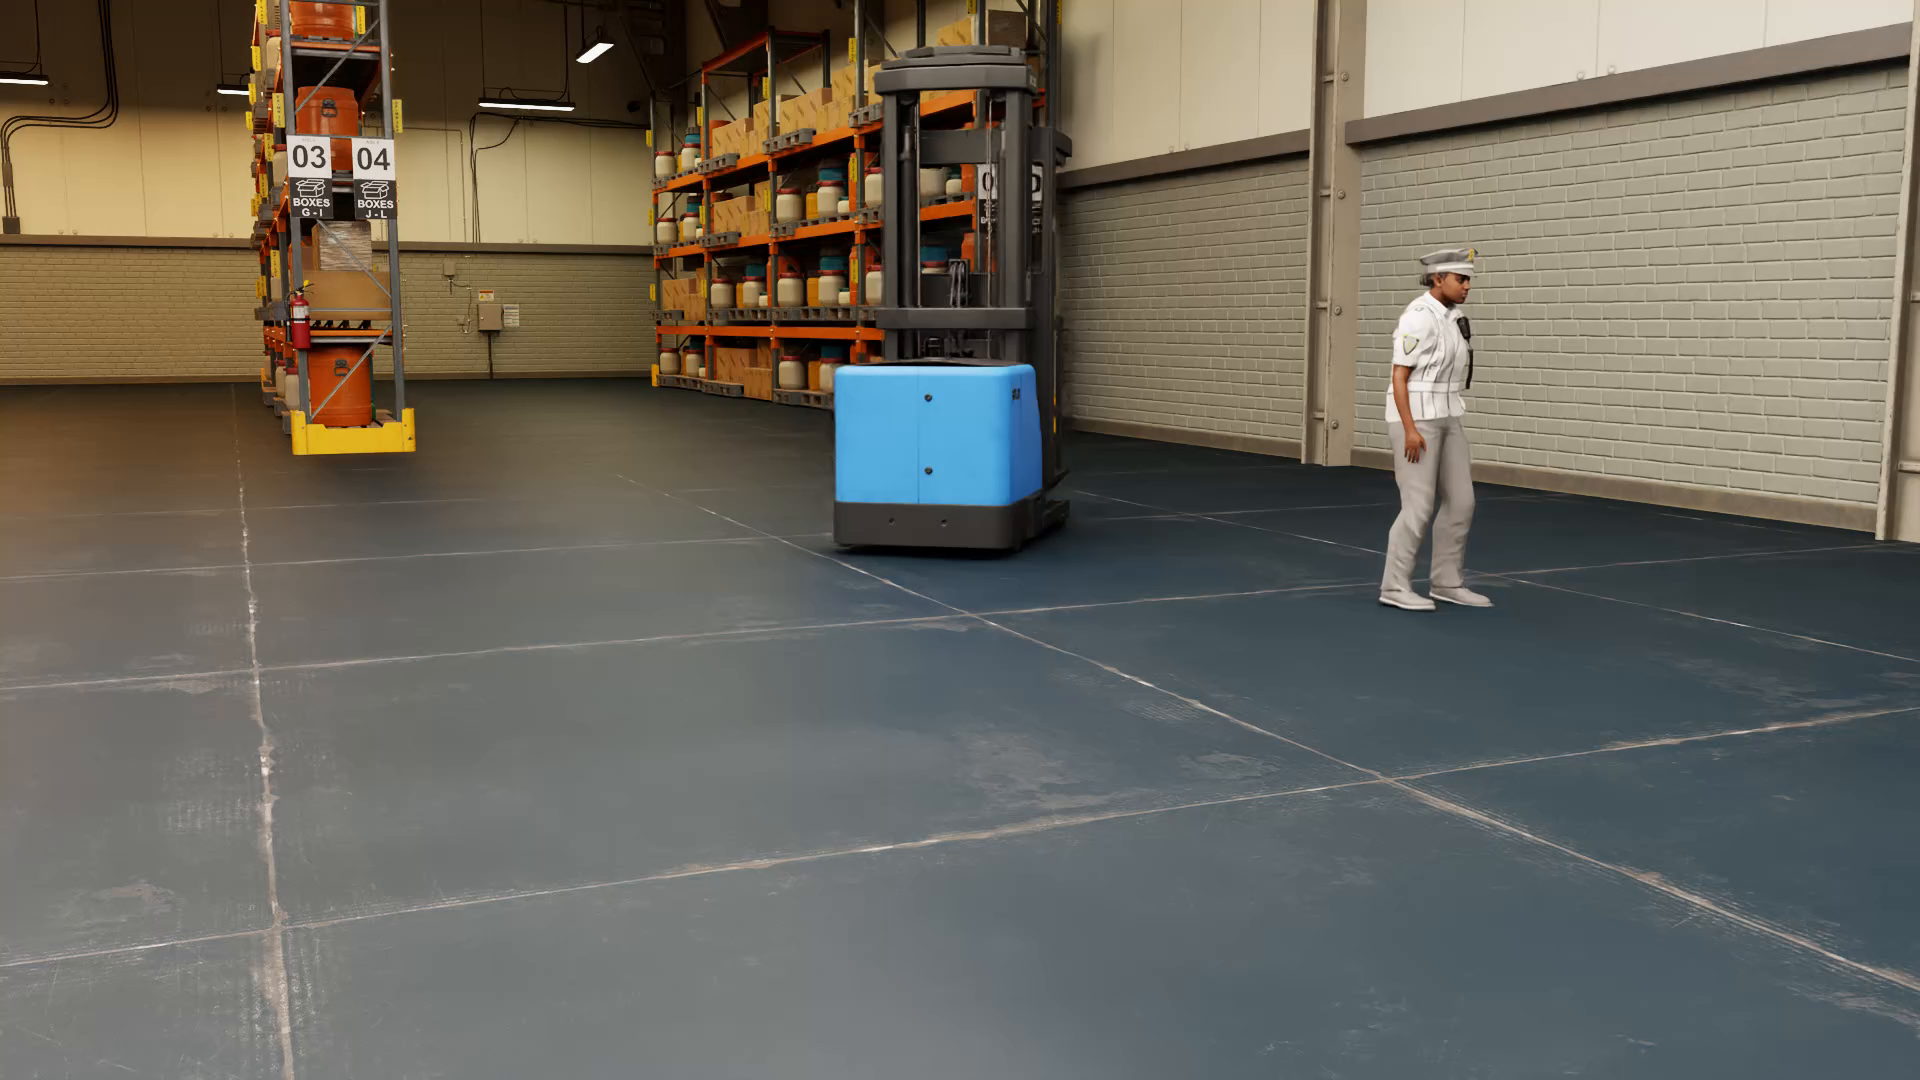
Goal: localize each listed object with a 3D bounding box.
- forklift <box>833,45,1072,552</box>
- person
[{"bbox_3d":[0.103,-1.538,10.608,1.130,2.935,3.031,2,8,13],"label":"forklift"},{"bbox_3d":[2.205,-0.506,7.721,0.510,1.674,0.419,-7,10,-42],"label":"person"}]
